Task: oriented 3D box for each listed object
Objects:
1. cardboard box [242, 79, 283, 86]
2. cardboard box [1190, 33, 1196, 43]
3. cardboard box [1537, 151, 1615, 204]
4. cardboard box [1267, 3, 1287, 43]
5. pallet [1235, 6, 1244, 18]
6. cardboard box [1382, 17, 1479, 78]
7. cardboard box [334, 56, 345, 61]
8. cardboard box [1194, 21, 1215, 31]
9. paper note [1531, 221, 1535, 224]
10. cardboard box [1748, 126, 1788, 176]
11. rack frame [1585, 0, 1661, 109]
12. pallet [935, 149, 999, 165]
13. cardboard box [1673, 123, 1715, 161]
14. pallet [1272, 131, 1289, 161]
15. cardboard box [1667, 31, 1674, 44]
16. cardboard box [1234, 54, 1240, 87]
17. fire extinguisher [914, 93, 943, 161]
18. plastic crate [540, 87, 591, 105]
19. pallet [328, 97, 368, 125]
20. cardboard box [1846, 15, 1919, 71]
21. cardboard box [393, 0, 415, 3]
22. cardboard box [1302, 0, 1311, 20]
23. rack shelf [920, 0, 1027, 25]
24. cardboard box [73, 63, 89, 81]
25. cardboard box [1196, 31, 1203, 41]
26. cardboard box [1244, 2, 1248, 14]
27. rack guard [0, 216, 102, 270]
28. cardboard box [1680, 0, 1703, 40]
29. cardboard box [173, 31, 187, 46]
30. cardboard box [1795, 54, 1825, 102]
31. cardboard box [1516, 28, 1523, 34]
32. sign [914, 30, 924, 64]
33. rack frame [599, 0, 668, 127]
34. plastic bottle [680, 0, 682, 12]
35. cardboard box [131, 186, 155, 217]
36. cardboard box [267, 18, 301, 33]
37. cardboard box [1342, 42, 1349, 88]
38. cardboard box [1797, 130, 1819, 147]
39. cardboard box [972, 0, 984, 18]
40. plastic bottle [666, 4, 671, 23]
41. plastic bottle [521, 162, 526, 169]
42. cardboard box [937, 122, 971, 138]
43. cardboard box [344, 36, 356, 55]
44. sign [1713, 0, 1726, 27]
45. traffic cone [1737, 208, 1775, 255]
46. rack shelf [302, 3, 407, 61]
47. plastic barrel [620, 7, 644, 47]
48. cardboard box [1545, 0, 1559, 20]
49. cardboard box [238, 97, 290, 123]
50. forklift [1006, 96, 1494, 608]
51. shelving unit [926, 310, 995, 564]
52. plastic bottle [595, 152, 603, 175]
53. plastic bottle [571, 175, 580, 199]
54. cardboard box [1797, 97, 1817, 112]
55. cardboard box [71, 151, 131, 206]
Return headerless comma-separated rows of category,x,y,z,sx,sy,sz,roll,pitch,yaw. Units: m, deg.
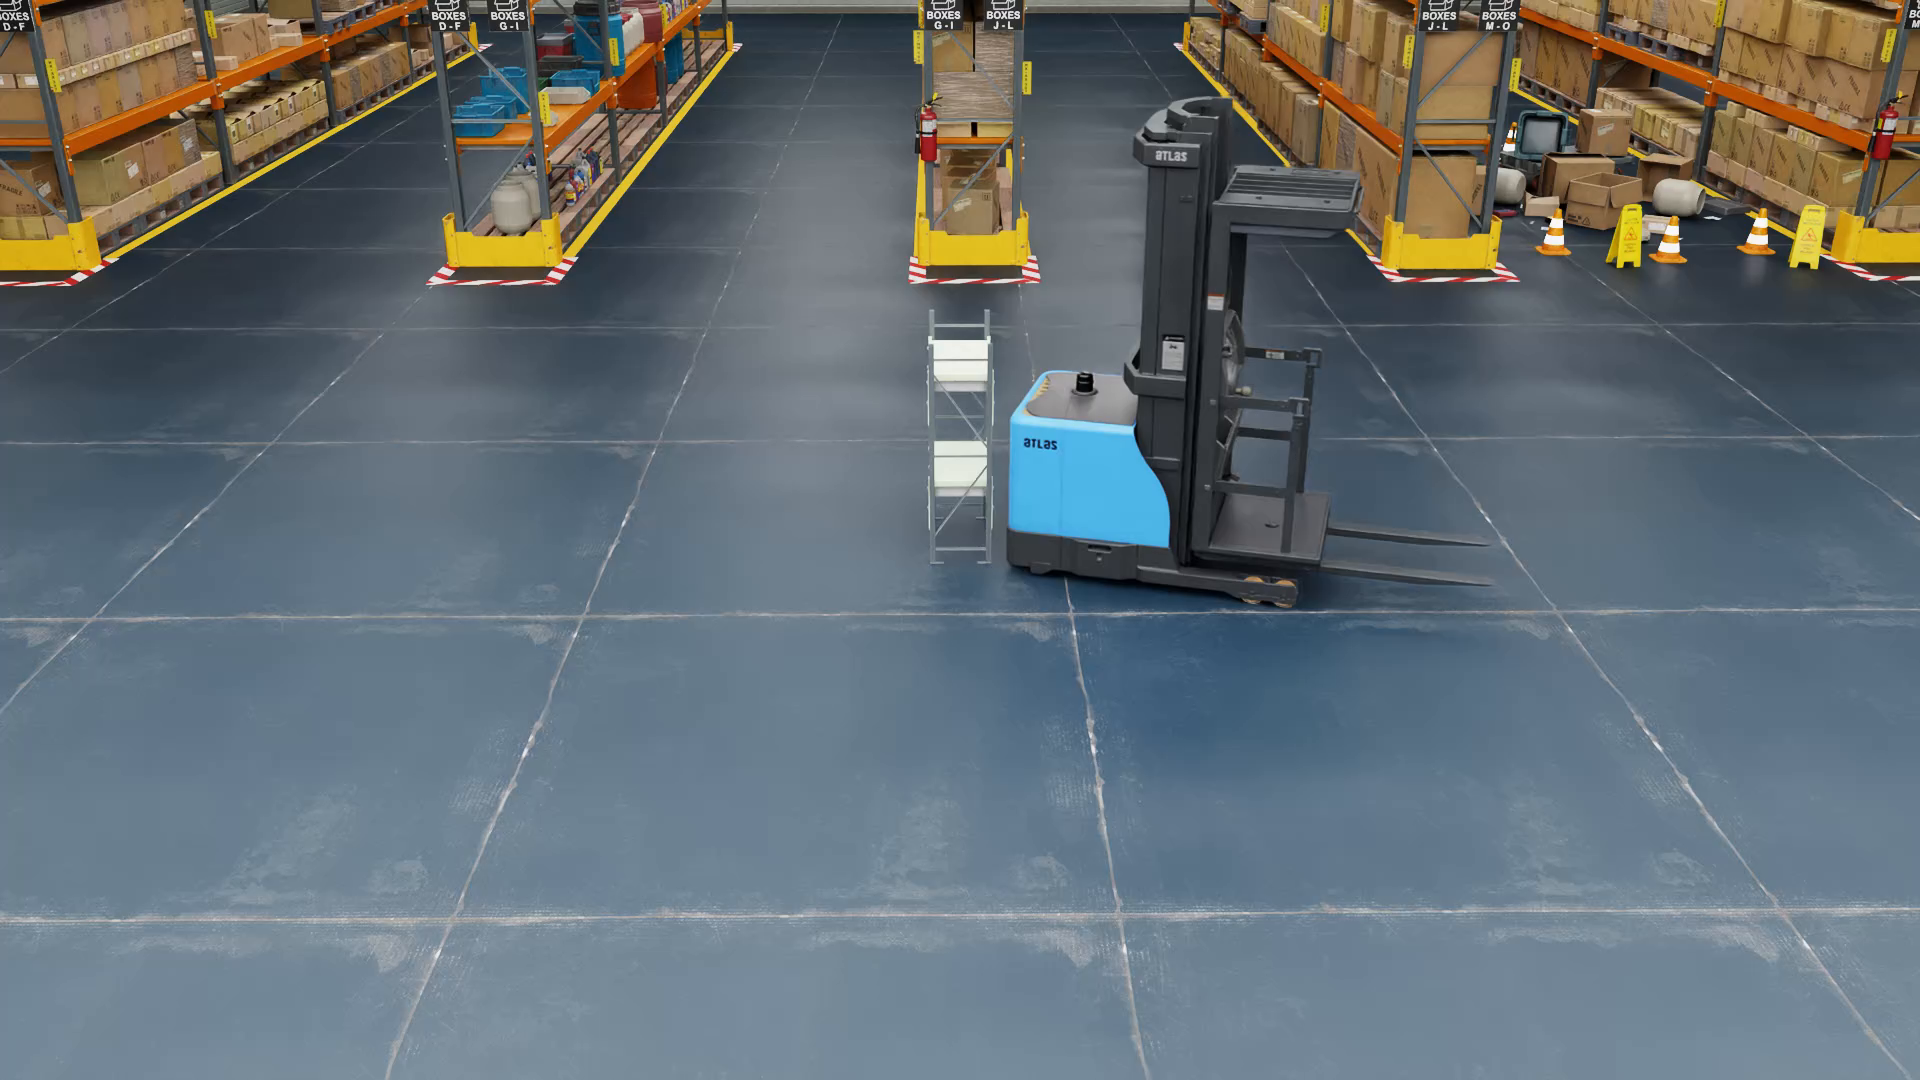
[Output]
cardboard box,-10.145,-6.562,24.265,0.500,0.311,0.500,1,24,1
cardboard box,4.607,-9.580,31.742,0.380,0.149,0.250,0,24,1
cardboard box,7.476,-4.398,20.199,0.797,0.637,0.503,0,24,-1
cardboard box,4.744,-7.468,24.000,0.500,0.500,0.500,0,24,0
pallet,4.947,-8.337,26.275,1.003,0.211,1.213,0,24,-1
cardboard box,5.033,-5.252,17.729,0.875,0.550,0.550,0,24,-1
cardboard box,-10.120,-7.460,26.604,0.500,0.500,0.500,-1,24,-3
cardboard box,4.586,-9.633,31.138,0.380,0.149,0.250,0,24,-1
paper note,6.696,-3.716,19.453,0.032,0.001,0.123,13,27,27
cardboard box,9.759,-4.626,19.755,0.500,0.500,0.500,1,24,2
rack frame,9.958,-7.672,24.574,1.000,3.000,0.127,0,24,-1
pallet,0.082,-5.030,22.115,1.003,0.211,1.213,0,24,-1
cardboard box,9.993,-5.234,21.862,0.950,0.372,0.625,0,24,0
pallet,4.953,-5.511,23.179,1.003,0.211,1.213,0,24,-1
cardboard box,9.723,-6.732,22.290,0.380,0.149,0.250,0,24,-1
cardboard box,4.735,-7.570,26.870,0.500,0.500,0.500,0,24,0
fire extinguisher,-0.324,-4.247,17.094,0.296,0.674,0.183,0,24,-1
plastic crate,-4.590,-5.169,19.359,0.530,0.136,0.437,0,24,-1
pallet,-9.828,-6.622,25.636,1.003,0.211,1.213,0,24,-1
cardboard box,9.821,-5.222,17.460,0.700,0.500,0.500,-1,24,-2
cardboard box,-9.634,-9.490,28.471,0.500,0.500,0.500,0,24,1
cardboard box,5.025,-7.294,22.403,0.700,0.500,0.500,0,24,-1
rack shelf,0.114,-6.194,18.539,1.077,0.370,4.000,0,24,-1
cardboard box,-9.566,-5.004,17.765,0.380,0.149,0.250,0,24,0
cardboard box,4.603,-9.396,30.974,0.380,0.149,0.250,0,24,1
cardboard box,4.540,-8.095,25.303,0.380,0.149,0.250,0,24,0
rack guard,-9.770,-3.139,17.585,1.175,0.500,0.348,0,24,-1
cardboard box,9.760,-6.790,21.631,0.500,0.500,0.500,0,24,0
cardboard box,-9.596,-6.065,20.111,0.380,0.149,0.250,-1,24,-2
cardboard box,9.761,-5.192,18.607,0.500,0.500,0.500,0,24,-1
cardboard box,10.004,-8.973,30.048,0.875,0.438,0.875,-1,24,-2
sign,-0.420,-5.009,16.896,0.100,0.325,0.005,0,24,-1
rack frame,-4.904,-7.605,24.426,1.000,3.000,0.127,0,24,-1
plastic bottle,-4.609,-8.778,27.078,0.144,0.351,0.185,0,24,-1
cardboard box,-9.568,-3.861,18.973,0.500,0.250,0.500,0,24,-1
cardboard box,-9.897,-7.394,24.067,0.500,0.311,0.500,1,24,3
cardboard box,5.097,-5.650,19.920,0.875,0.550,0.550,0,24,-1
cardboard box,9.705,-4.535,18.767,0.380,0.149,0.250,0,24,0
cardboard box,0.385,-5.814,18.769,0.500,0.500,0.500,0,24,-1
plastic bottle,-4.553,-8.208,25.901,0.061,0.283,0.133,0,24,-1
plastic bottle,-5.305,-4.440,20.188,0.061,0.283,0.133,1,24,2
cardboard box,-0.074,-4.333,17.496,0.380,0.149,0.250,0,24,-1
cardboard box,-10.129,-8.024,26.940,0.500,0.250,0.500,0,24,0
sign,9.446,-6.548,20.682,0.100,0.325,0.005,0,24,-1
traffic cone,8.750,-3.391,18.187,0.336,0.463,0.334,0,24,-1
rack shelf,-9.879,-8.081,26.351,1.077,0.370,4.000,0,24,-1
plastic barrel,-4.680,-7.234,23.468,0.421,0.512,0.421,0,24,0
cardboard box,9.648,-8.439,26.451,0.500,0.250,0.500,-1,24,-1
cardboard box,-9.587,-5.935,22.880,0.500,0.311,0.500,0,24,1
forklift,1.875,-1.159,10.256,3.031,2.935,1.130,6,25,14
shelving unit,0.000,-0.681,10.935,0.431,1.500,0.755,0,24,-1
plastic bottle,-4.526,-4.723,20.816,0.061,0.283,0.133,1,24,2
plastic bottle,-4.529,-4.156,19.576,0.097,0.271,0.097,0,24,0
cardboard box,9.743,-4.941,18.840,0.380,0.149,0.250,-1,24,-1
cardboard box,-9.561,-3.996,18.363,0.500,0.500,0.500,0,24,-1
